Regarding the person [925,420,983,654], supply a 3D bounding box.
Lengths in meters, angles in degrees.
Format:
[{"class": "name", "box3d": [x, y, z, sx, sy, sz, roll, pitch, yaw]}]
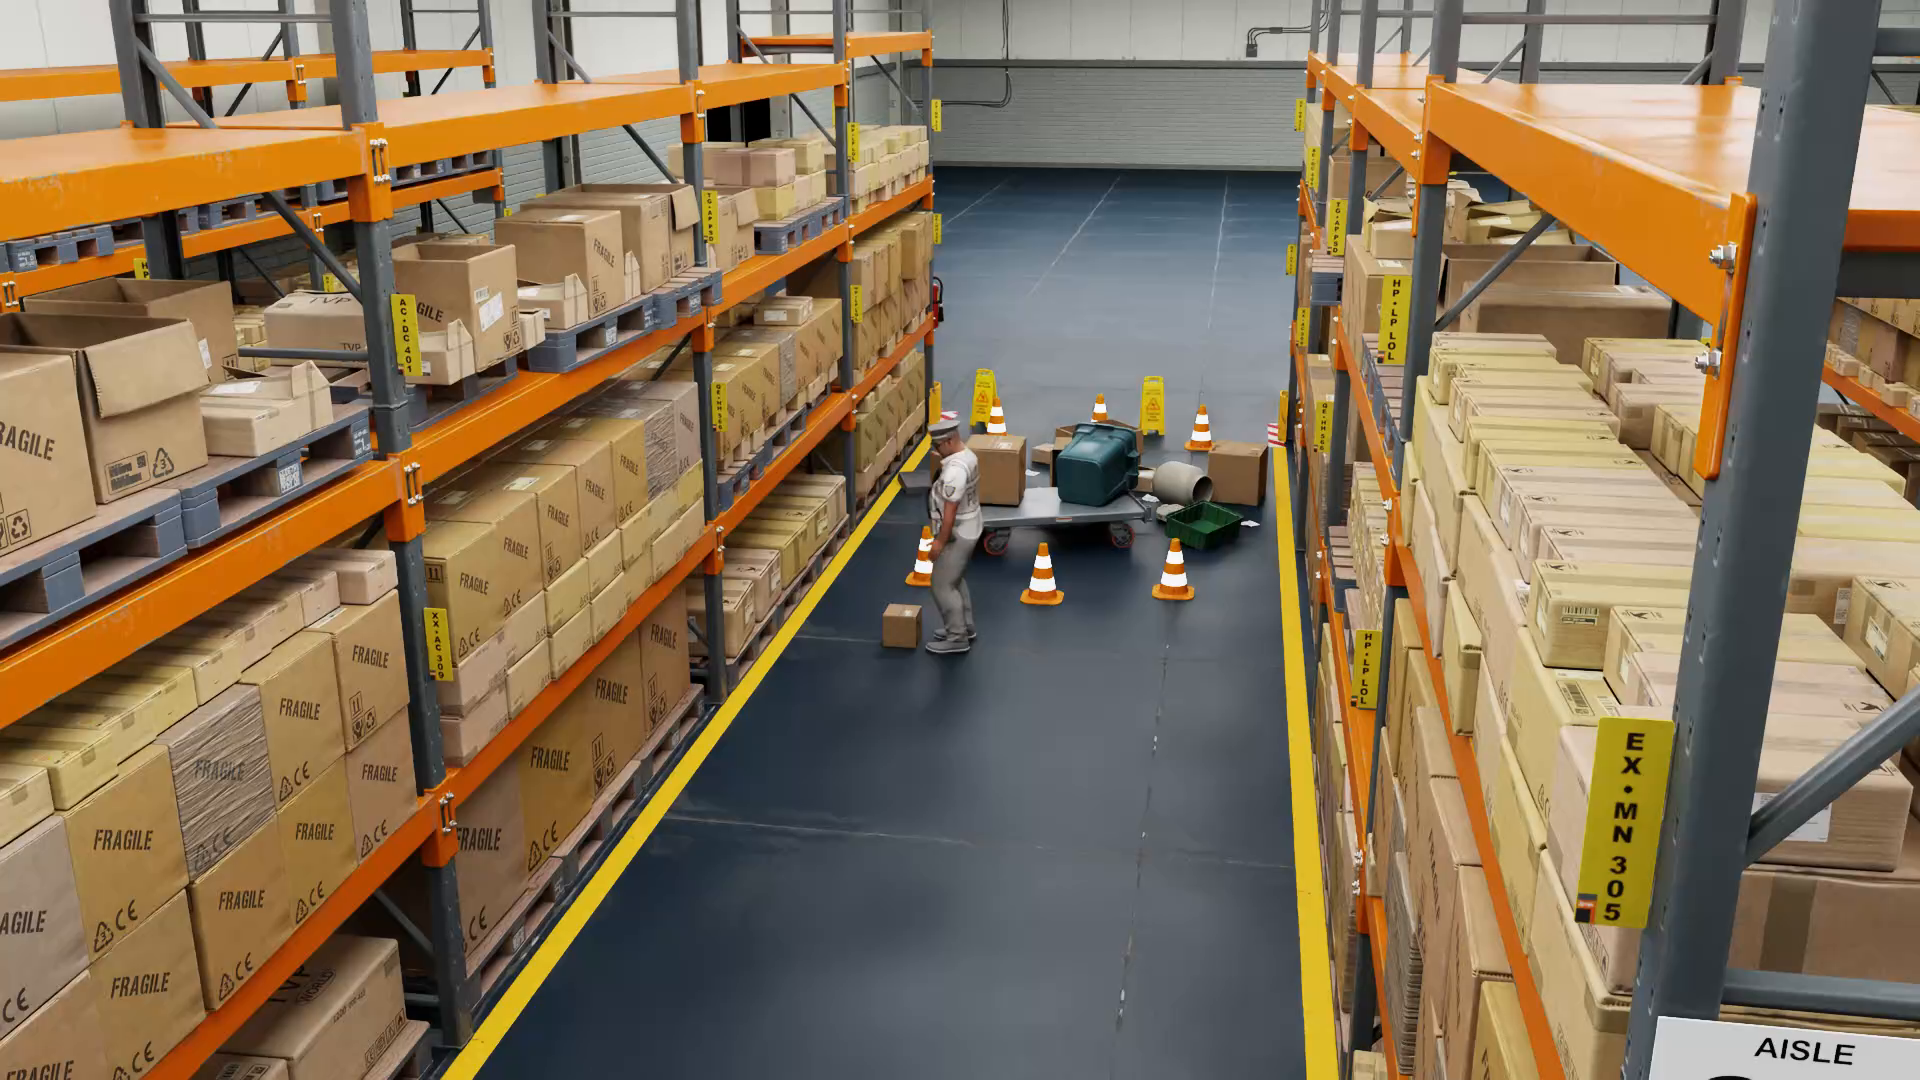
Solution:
[{"class": "person", "box3d": [-0.041, -0.025, 12.174, 0.393, 1.733, 0.538, 3, 18, 10]}]
